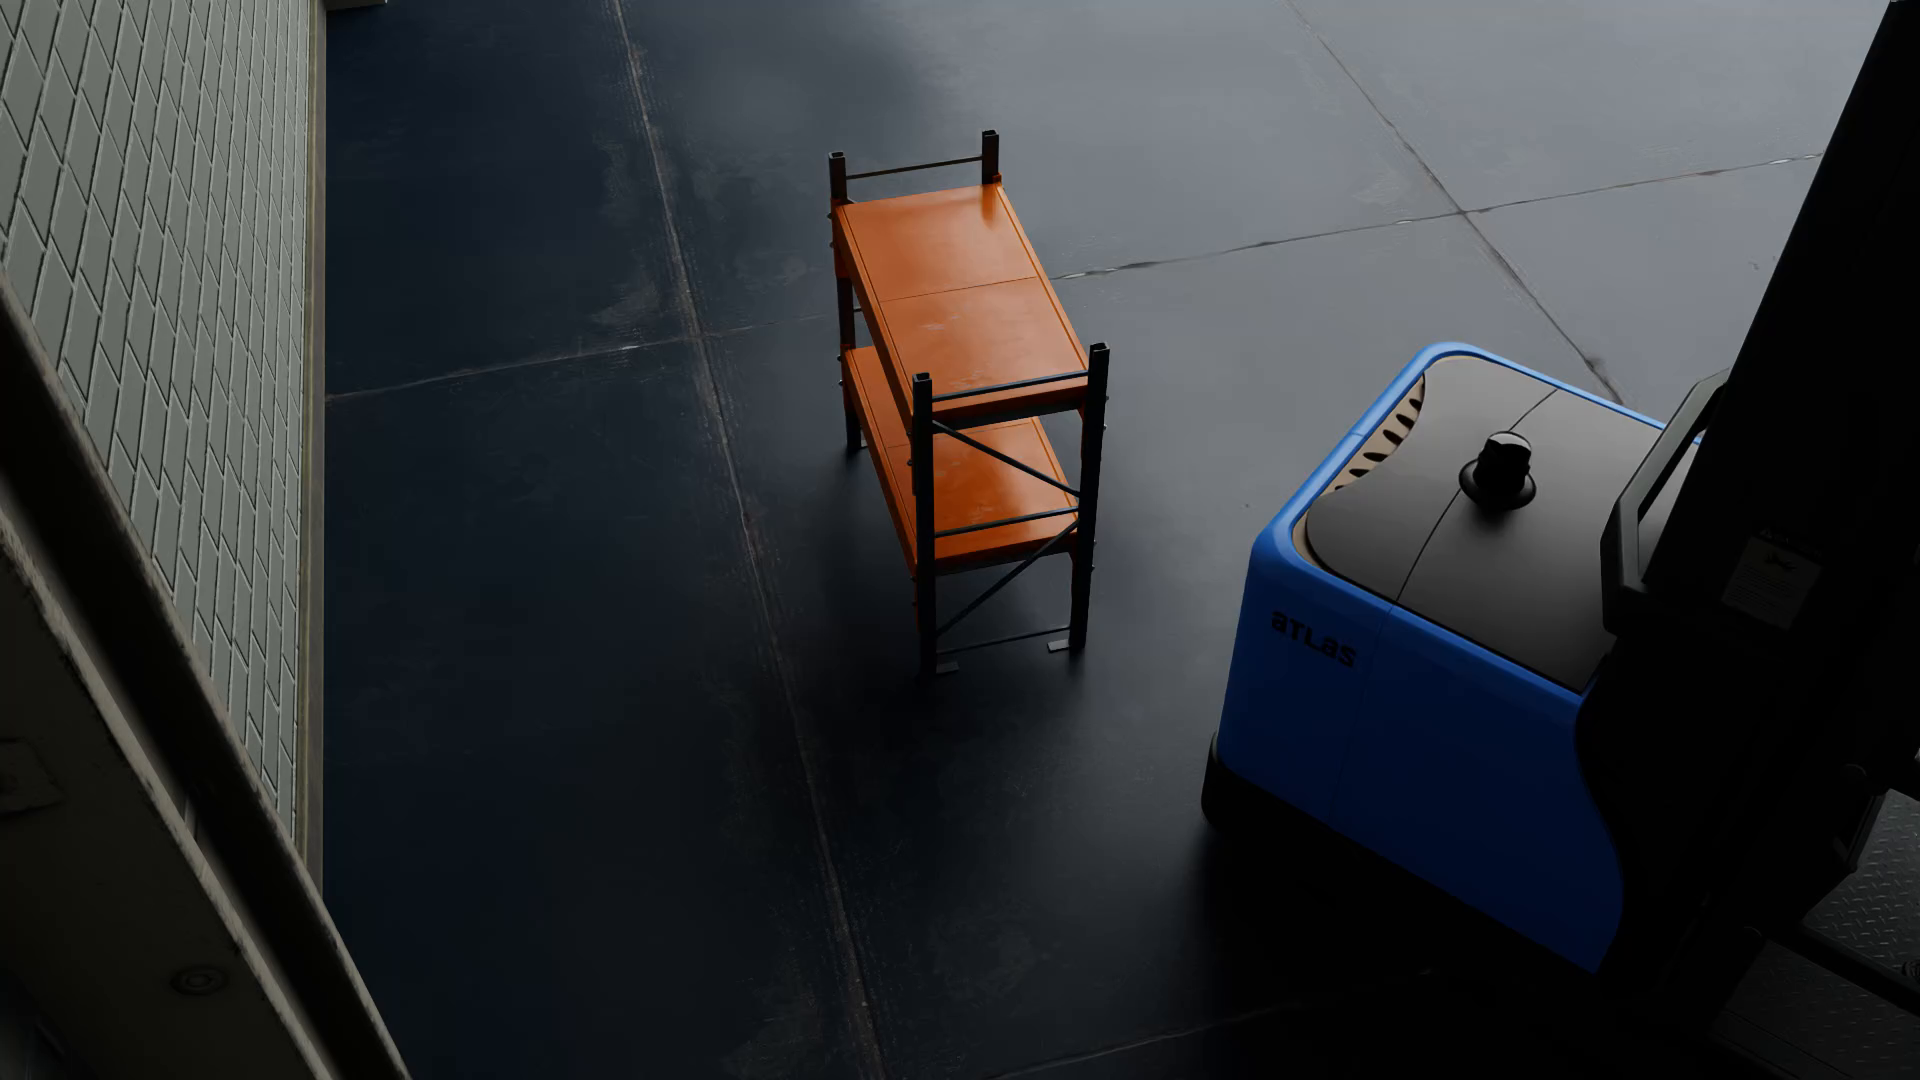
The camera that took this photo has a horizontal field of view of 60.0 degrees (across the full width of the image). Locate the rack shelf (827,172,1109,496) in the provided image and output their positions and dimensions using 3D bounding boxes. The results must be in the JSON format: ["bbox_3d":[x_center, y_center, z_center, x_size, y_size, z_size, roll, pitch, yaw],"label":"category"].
[{"bbox_3d":[-0.002,-0.603,4.644,0.538,0.278,1.000,-11,47,-10],"label":"rack shelf"}]

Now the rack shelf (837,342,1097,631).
[{"bbox_3d":[-0.002,-0.227,5.027,0.538,0.278,1.000,-11,47,-10],"label":"rack shelf"}]

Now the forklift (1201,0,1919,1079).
[{"bbox_3d":[2.131,0.096,3.104,3.031,2.935,1.130,28,52,25],"label":"forklift"}]

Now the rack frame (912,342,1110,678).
[{"bbox_3d":[0.128,-0.047,4.509,0.500,1.125,0.032,-11,47,-10],"label":"rack frame"}]

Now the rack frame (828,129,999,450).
[{"bbox_3d":[-0.132,-0.749,5.197,0.500,1.125,0.032,-11,47,-10],"label":"rack frame"}]

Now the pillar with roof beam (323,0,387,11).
[{"bbox_3d":[1.314,-6.524,5.343,9.100,9.000,0.400,-11,47,-10],"label":"pillar with roof beam"}]

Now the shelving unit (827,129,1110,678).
[{"bbox_3d":[-0.002,-0.398,4.853,0.538,1.125,1.048,-11,47,-10],"label":"shelving unit"}]
